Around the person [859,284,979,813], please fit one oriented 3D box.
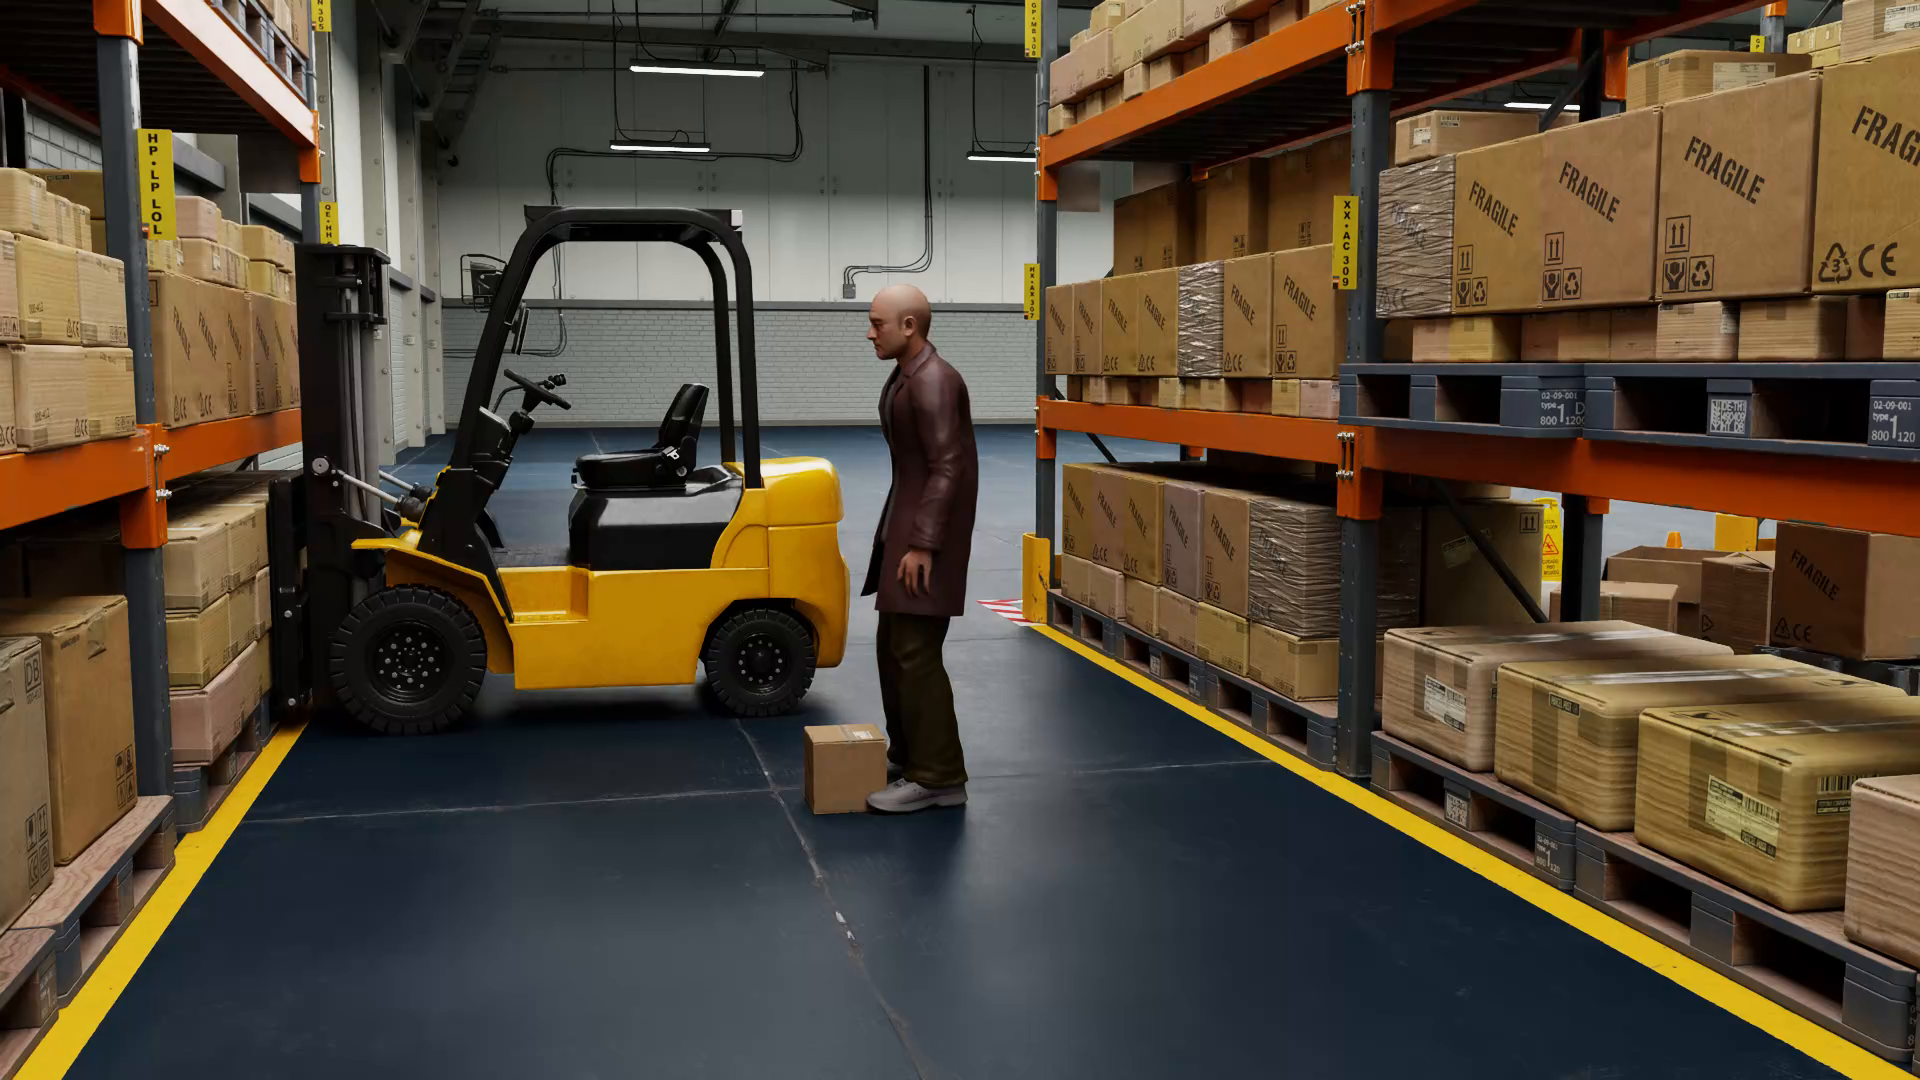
[{"bbox_3d":[-0.159,0.018,5.706,0.426,1.774,0.644,-1,6,-13],"label":"person"}]
